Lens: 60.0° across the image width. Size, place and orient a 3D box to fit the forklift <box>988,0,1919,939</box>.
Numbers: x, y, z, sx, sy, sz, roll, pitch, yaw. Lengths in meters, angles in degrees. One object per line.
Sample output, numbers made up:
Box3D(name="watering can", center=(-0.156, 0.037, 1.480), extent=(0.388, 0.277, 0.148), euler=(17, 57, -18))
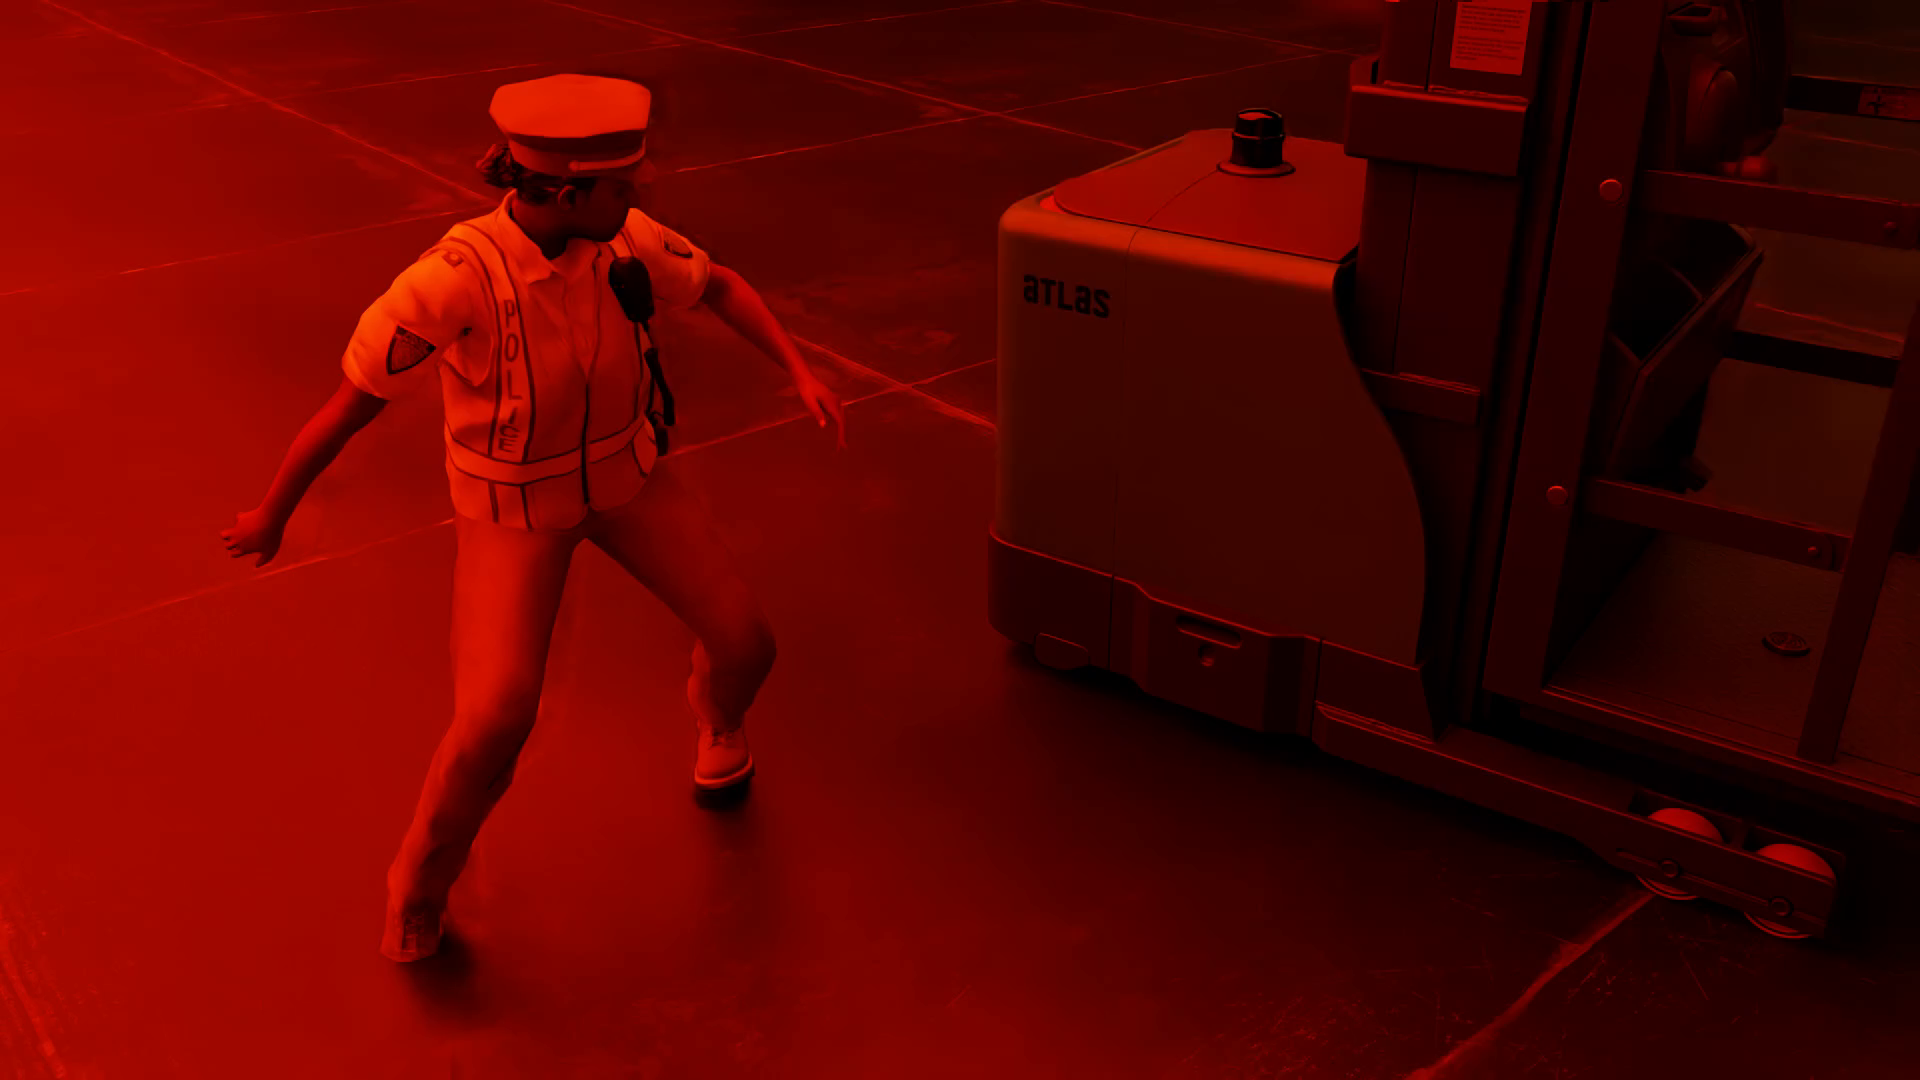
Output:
Box3D(name="forklift", center=(1.566, -0.856, 2.928), extent=(3.031, 2.935, 1.130), euler=(17, 31, 31))

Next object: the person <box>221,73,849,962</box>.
Box3D(name="person", center=(-0.721, -0.002, 2.943), extent=(0.975, 1.603, 0.553), euler=(-19, 32, -34))
